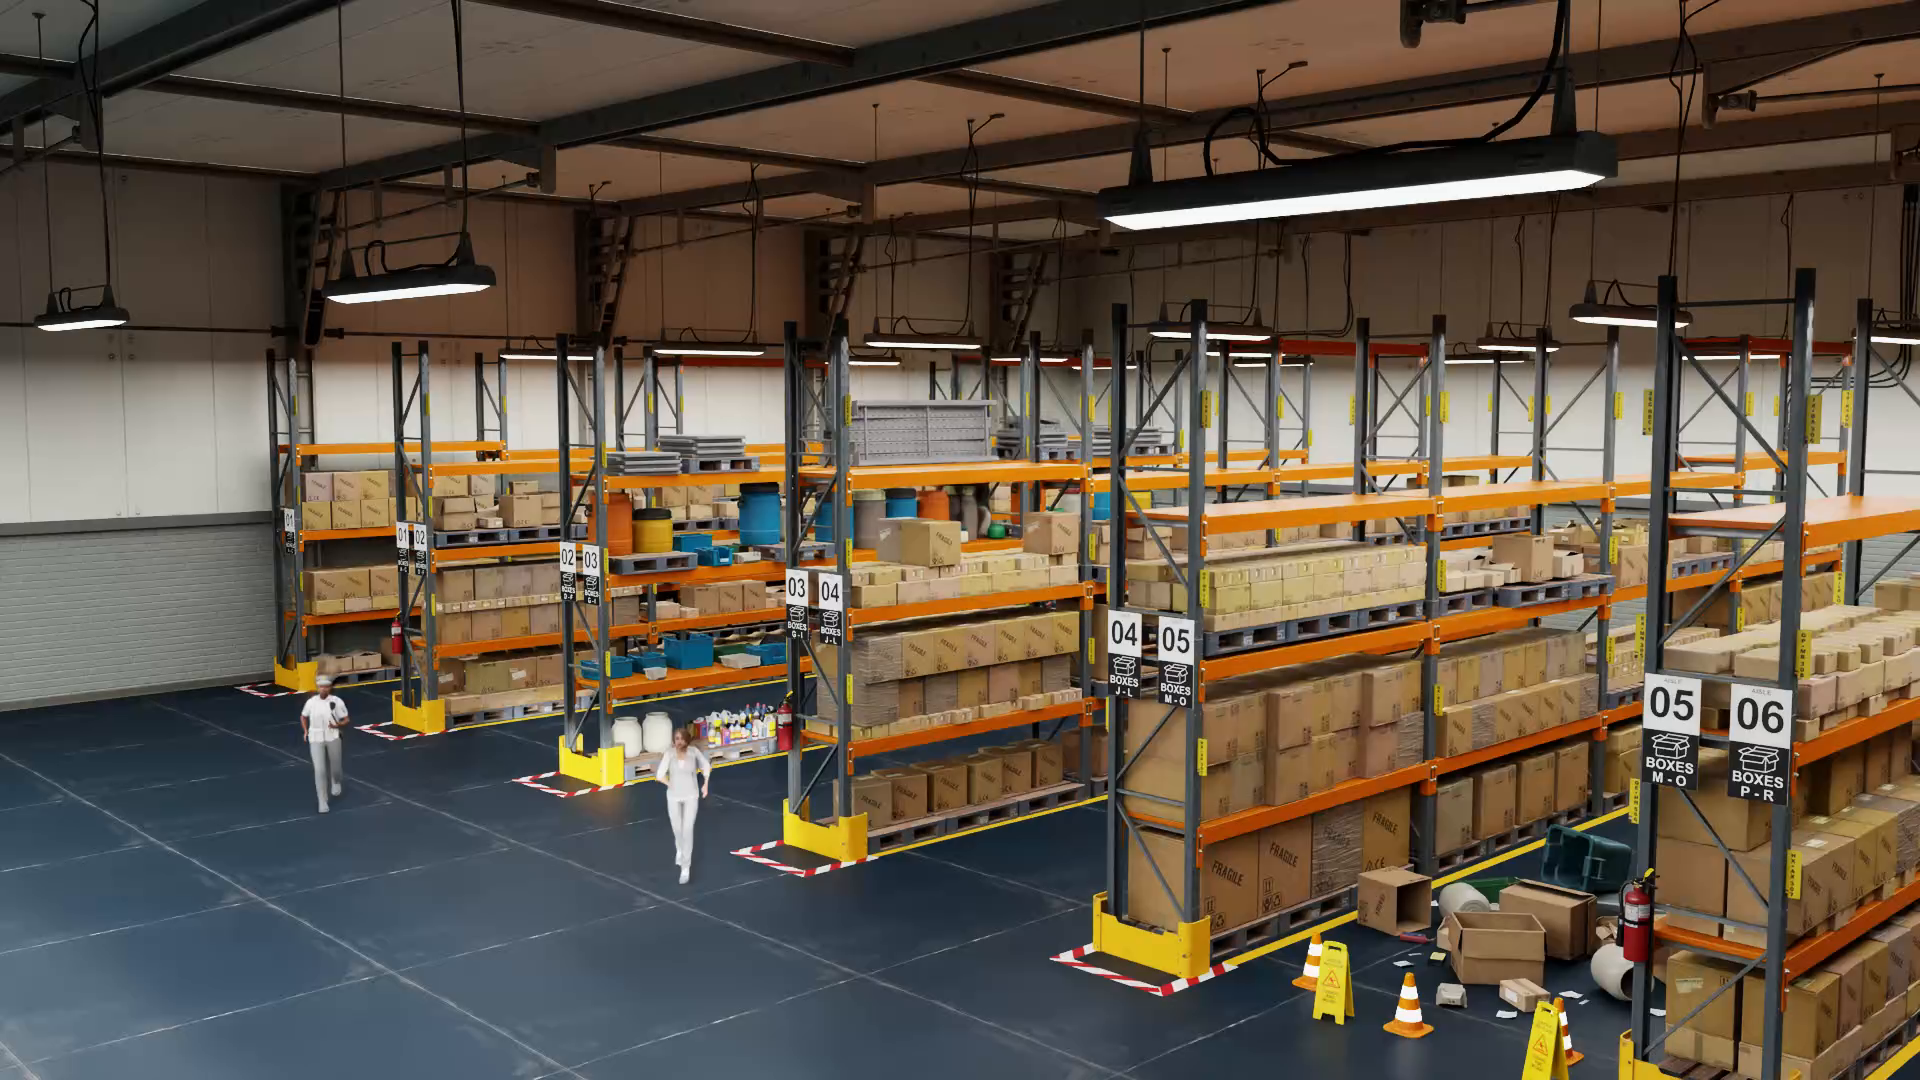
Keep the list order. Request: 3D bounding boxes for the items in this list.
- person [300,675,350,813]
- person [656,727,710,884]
[{"bbox_3d":[-7.968,2.515,20.874,0.587,1.672,0.859,-2,5,-18],"label":"person"},{"bbox_3d":[-2.985,2.812,17.958,0.560,1.625,0.772,0,5,-2],"label":"person"}]
